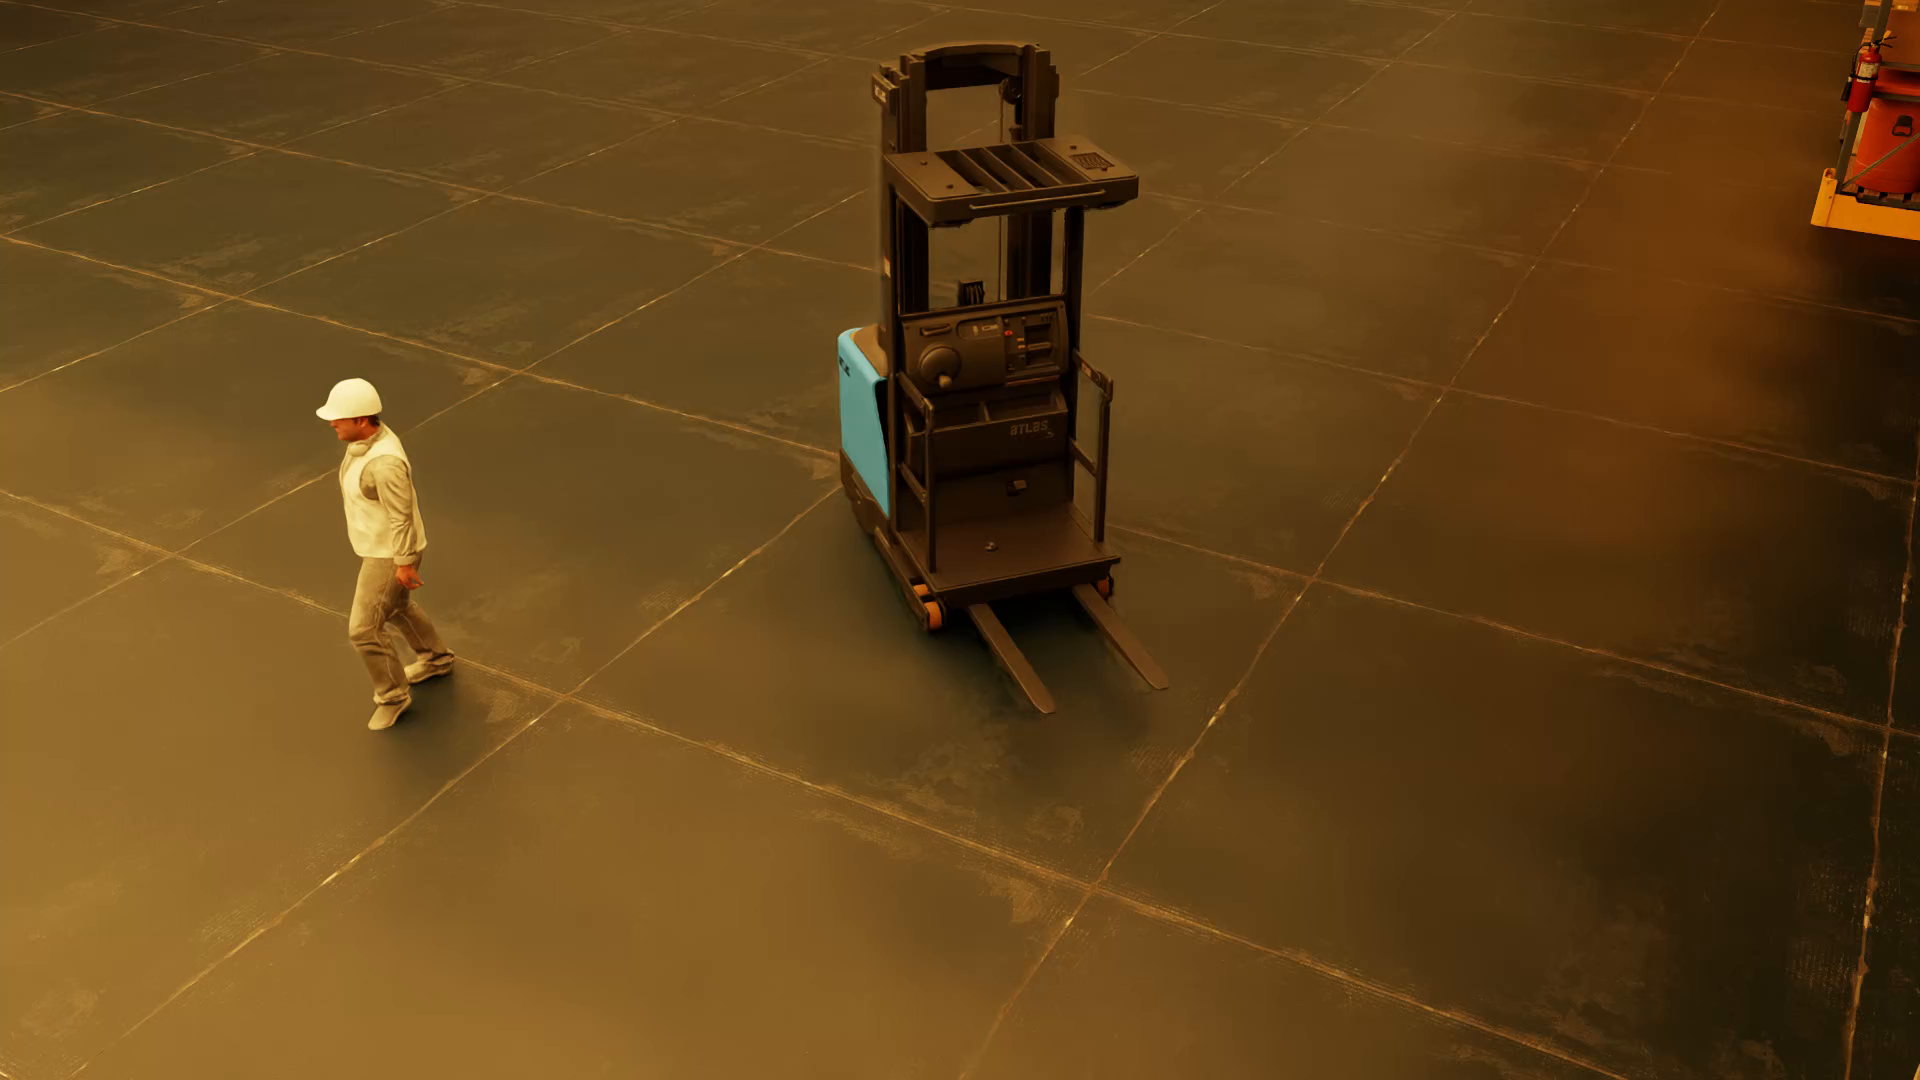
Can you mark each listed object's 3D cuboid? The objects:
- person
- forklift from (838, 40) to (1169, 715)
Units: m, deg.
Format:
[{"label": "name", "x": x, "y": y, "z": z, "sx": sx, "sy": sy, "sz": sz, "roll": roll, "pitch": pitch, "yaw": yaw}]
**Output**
[{"label": "person", "x": -2.874, "y": 0.046, "z": 8.234, "sx": 0.540, "sy": 1.817, "sz": 0.631, "roll": -14, "pitch": 33, "yaw": -23}, {"label": "forklift", "x": 0.218, "y": -0.999, "z": 8.802, "sx": 1.130, "sy": 2.935, "sz": 3.031, "roll": -10, "pitch": 32, "yaw": -17}]
